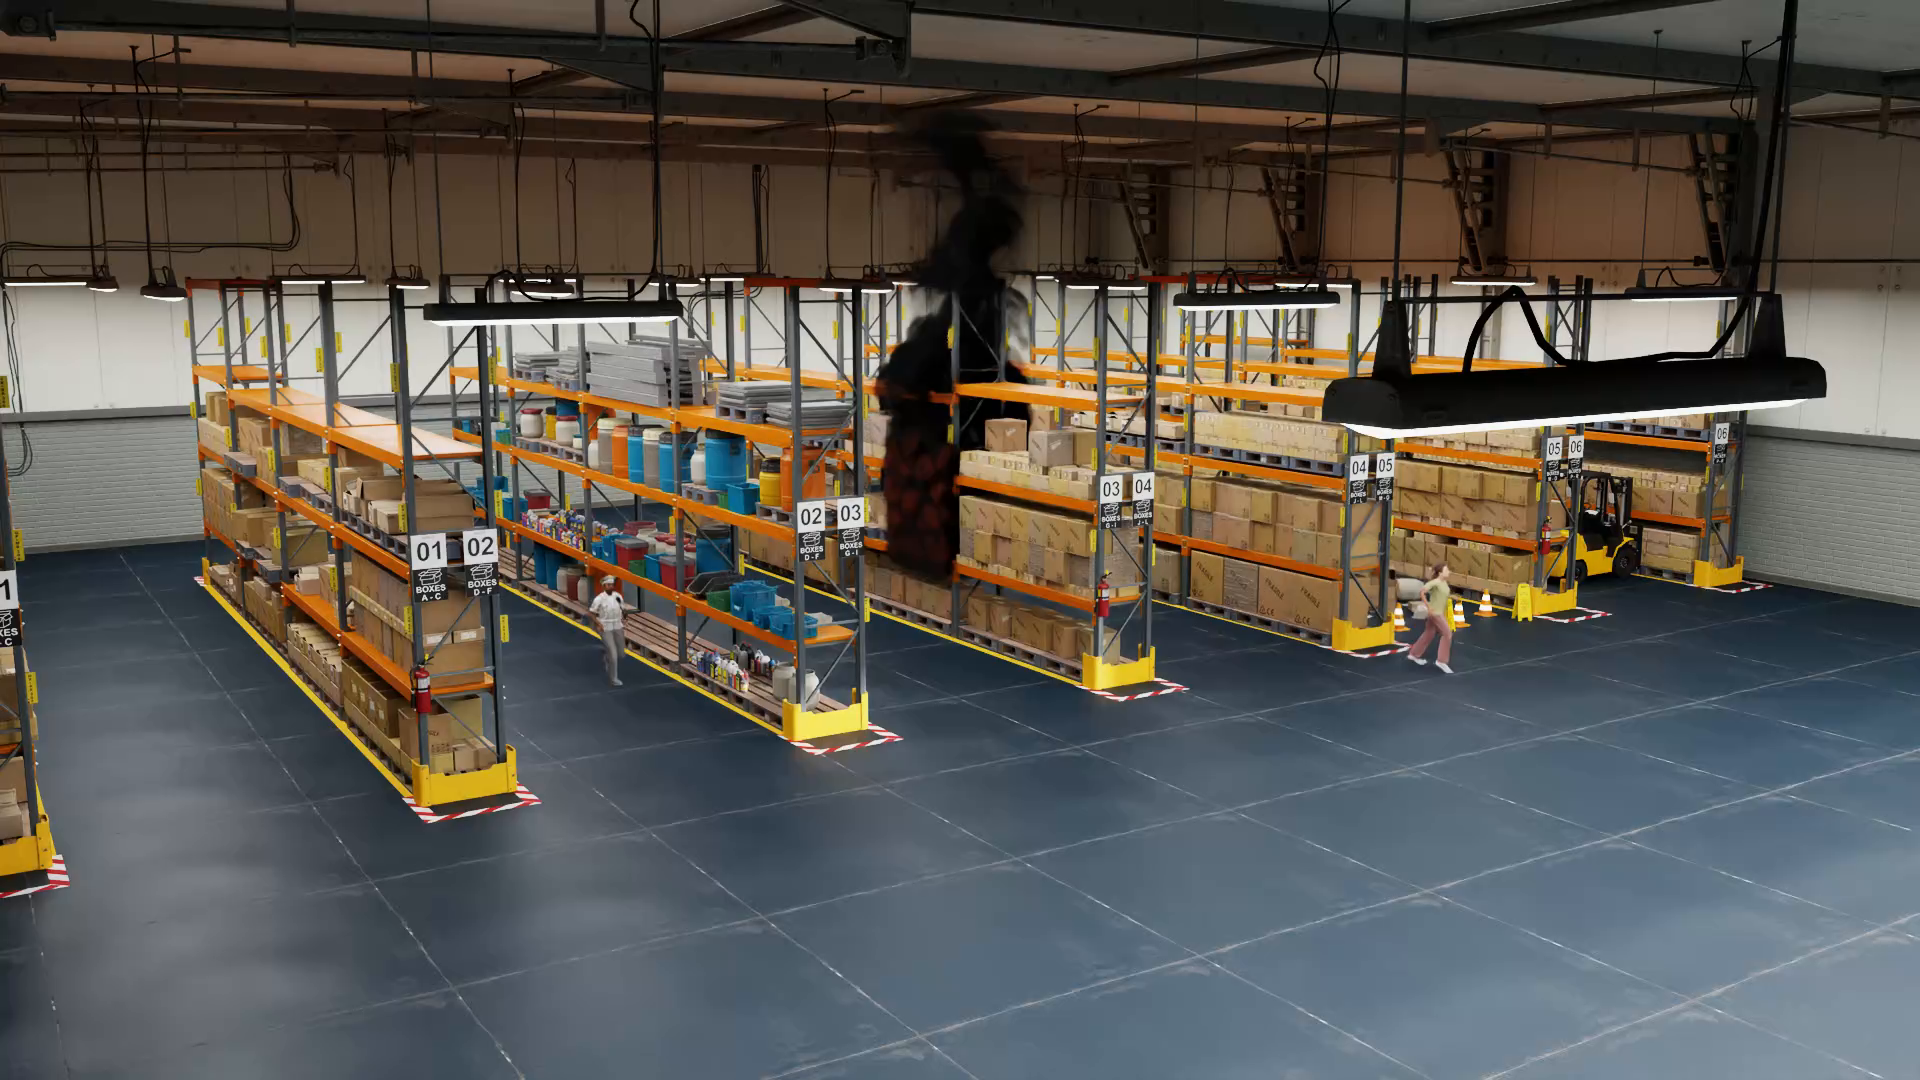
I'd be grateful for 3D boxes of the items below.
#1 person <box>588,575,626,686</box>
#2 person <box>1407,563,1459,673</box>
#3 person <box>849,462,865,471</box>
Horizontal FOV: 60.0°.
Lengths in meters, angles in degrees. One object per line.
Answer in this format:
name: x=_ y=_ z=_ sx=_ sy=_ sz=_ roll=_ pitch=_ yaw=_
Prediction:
person: x=-5.296 y=1.335 z=25.085 sx=0.580 sy=1.655 sz=0.701 roll=-7 pitch=12 yaw=-36
person: x=7.382 y=1.188 z=25.932 sx=0.748 sy=1.719 sz=0.569 roll=4 pitch=11 yaw=25
person: x=-2.602 y=-1.439 z=41.769 sx=0.612 sy=1.595 sz=0.521 roll=8 pitch=12 yaw=39
